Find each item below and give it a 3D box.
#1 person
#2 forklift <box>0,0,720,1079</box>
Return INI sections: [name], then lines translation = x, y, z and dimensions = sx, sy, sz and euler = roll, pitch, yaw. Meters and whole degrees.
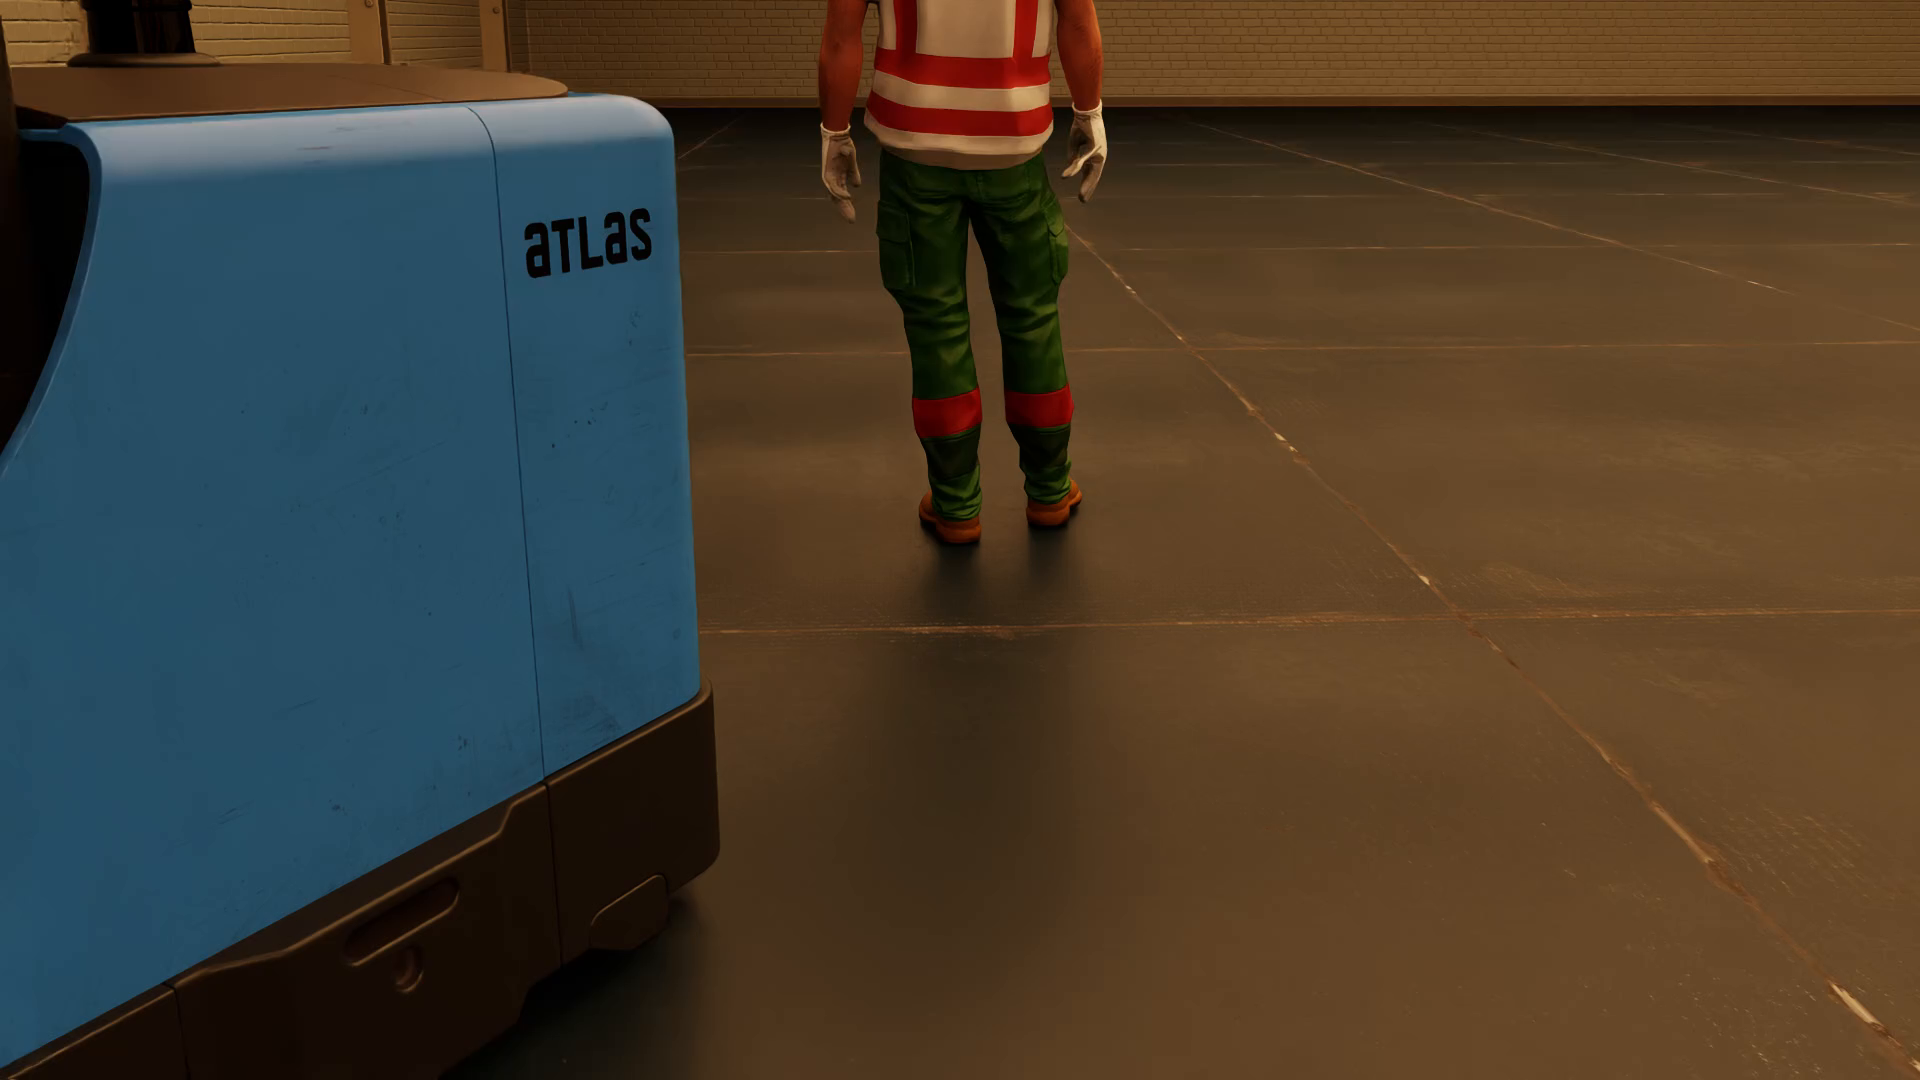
[person]
translation = 0.008, -0.887, 3.732
dimensions = 0.637, 1.790, 0.562
euler = -1, 17, -3
[forklift]
translation = -1.495, -0.607, 0.892
dimensions = 1.130, 2.935, 3.031
euler = 9, 19, 28
